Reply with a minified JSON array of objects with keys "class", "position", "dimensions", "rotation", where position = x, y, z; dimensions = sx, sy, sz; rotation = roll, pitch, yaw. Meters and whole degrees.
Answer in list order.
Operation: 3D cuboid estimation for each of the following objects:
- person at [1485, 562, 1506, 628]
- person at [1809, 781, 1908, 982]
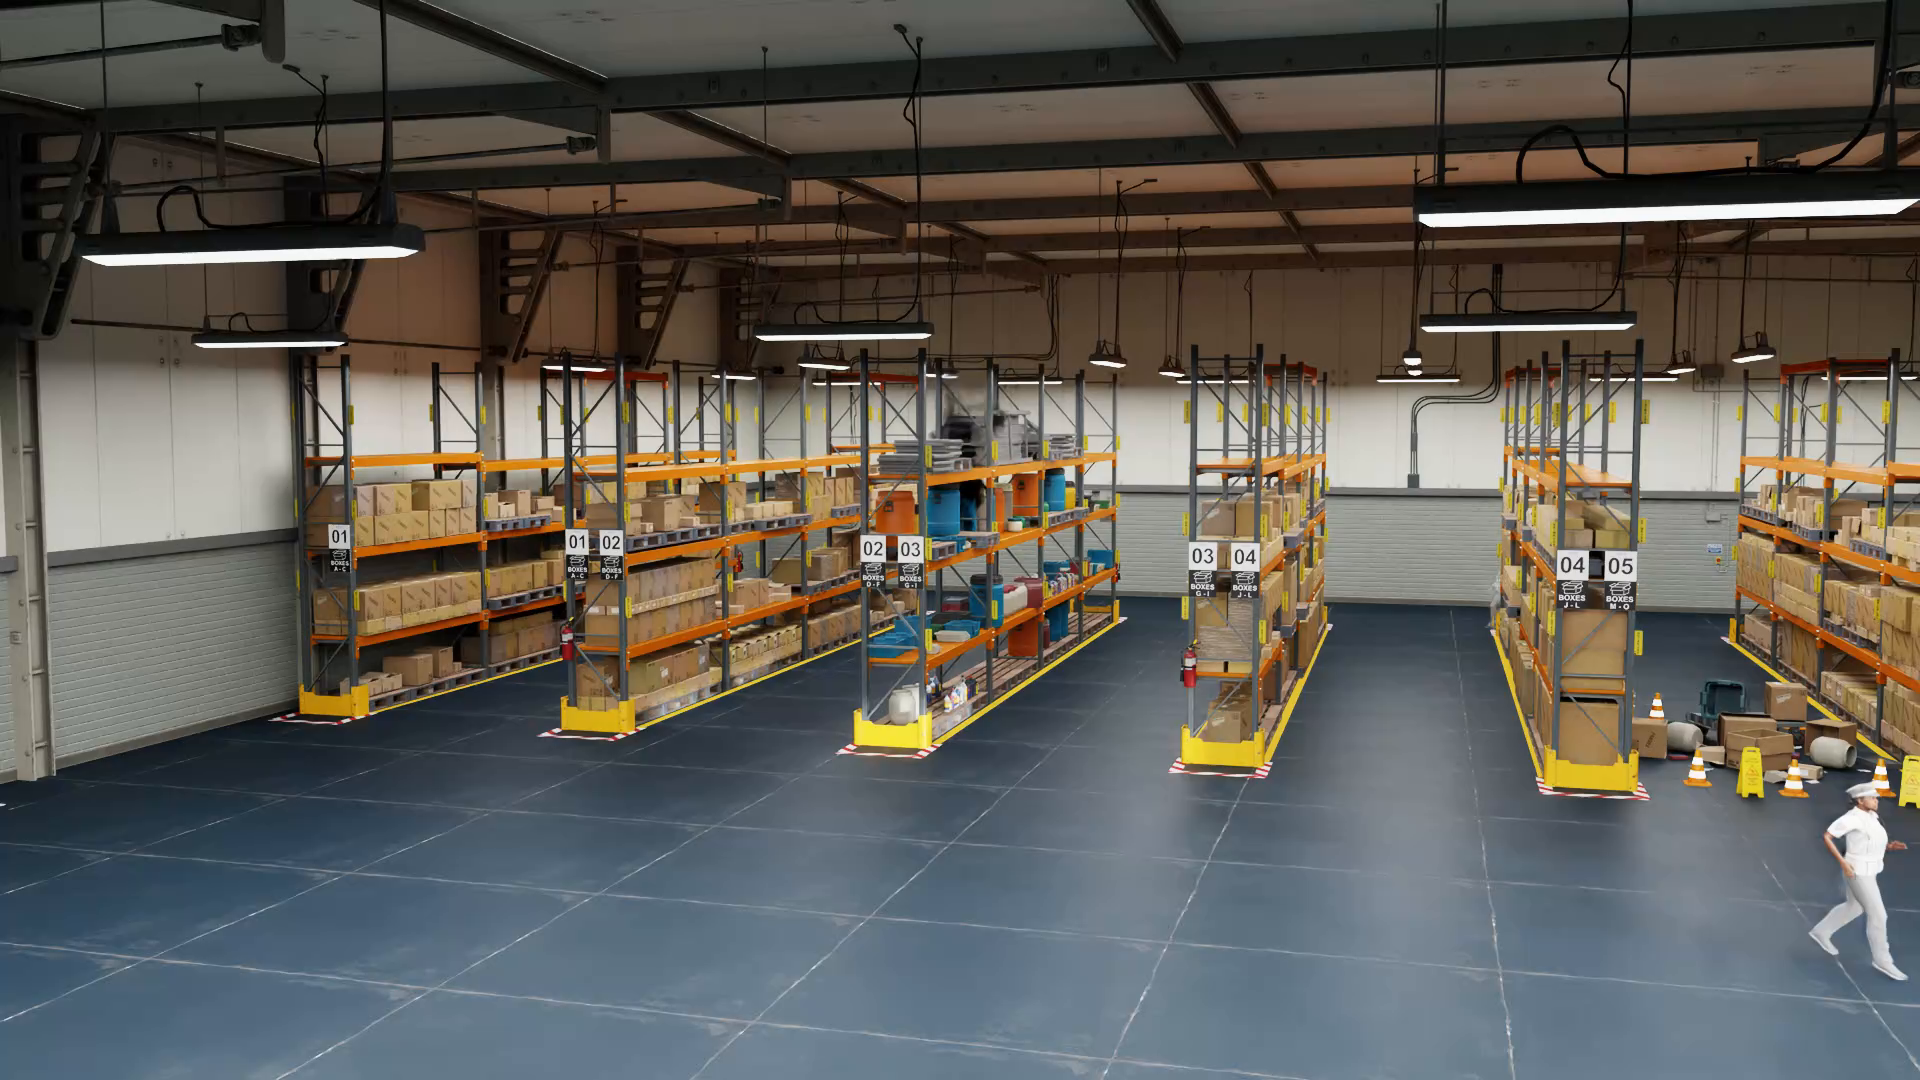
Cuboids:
[{"class":"person","position":[12.743,1.254,38.992],"dimensions":[0.743,1.713,0.678],"rotation":[0,4,1]},{"class":"person","position":[8.124,3.017,14.990],"dimensions":[0.562,1.721,0.867],"rotation":[-4,6,-43]}]
